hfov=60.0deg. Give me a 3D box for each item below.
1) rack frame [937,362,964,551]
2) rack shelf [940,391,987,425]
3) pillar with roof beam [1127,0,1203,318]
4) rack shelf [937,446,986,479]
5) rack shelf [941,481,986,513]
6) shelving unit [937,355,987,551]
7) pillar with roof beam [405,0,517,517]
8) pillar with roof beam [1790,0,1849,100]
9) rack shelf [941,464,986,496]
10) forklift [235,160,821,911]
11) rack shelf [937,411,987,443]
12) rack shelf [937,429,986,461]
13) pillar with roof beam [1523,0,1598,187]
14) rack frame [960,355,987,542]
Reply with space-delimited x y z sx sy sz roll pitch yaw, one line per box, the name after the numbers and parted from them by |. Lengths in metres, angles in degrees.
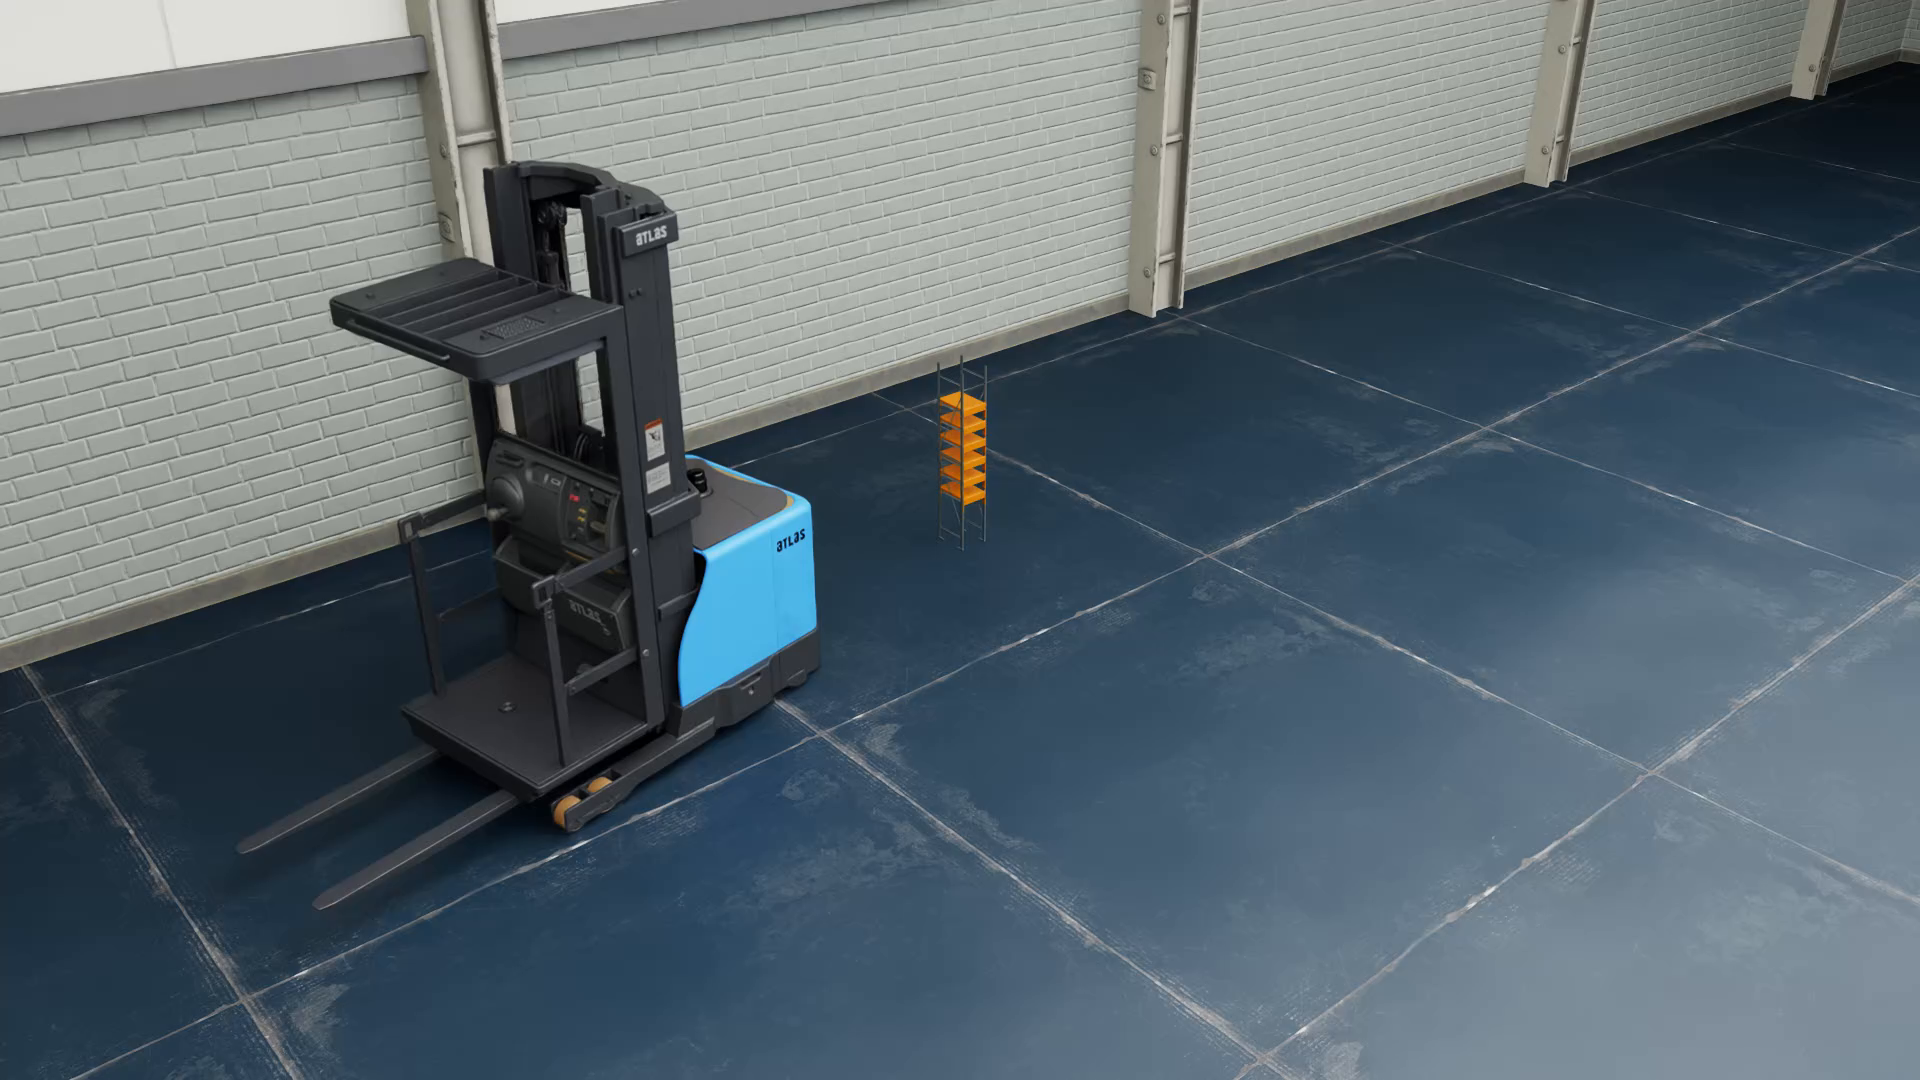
-0.059 -0.506 10.281 0.006 1.200 0.240 -22 35 -35 | rack frame
0.011 -0.812 10.185 0.180 0.103 0.258 -22 35 -35 | rack shelf
4.476 -4.432 9.354 0.400 9.000 9.100 -22 35 -35 | pillar with roof beam
0.011 -0.494 10.355 0.180 0.103 0.258 -22 35 -35 | rack shelf
0.011 -0.283 10.468 0.180 0.103 0.258 -22 35 -35 | rack shelf
0.011 -0.534 10.334 0.189 1.200 0.258 -22 35 -35 | shelving unit
-0.089 -2.597 5.919 0.400 9.000 9.100 -22 35 -35 | pillar with roof beam
13.605 -8.103 16.223 0.400 9.000 9.100 -22 35 -35 | pillar with roof beam
0.011 -0.389 10.411 0.180 0.103 0.258 -22 35 -35 | rack shelf
-2.078 -0.158 7.794 1.130 2.935 3.031 21 34 33 | forklift
0.011 -0.706 10.242 0.180 0.103 0.258 -22 35 -35 | rack shelf
0.011 -0.600 10.298 0.180 0.103 0.258 -22 35 -35 | rack shelf
9.040 -6.267 12.789 0.400 9.000 9.100 -22 35 -35 | pillar with roof beam
0.081 -0.562 10.386 0.006 1.200 0.240 -22 35 -35 | rack frame
